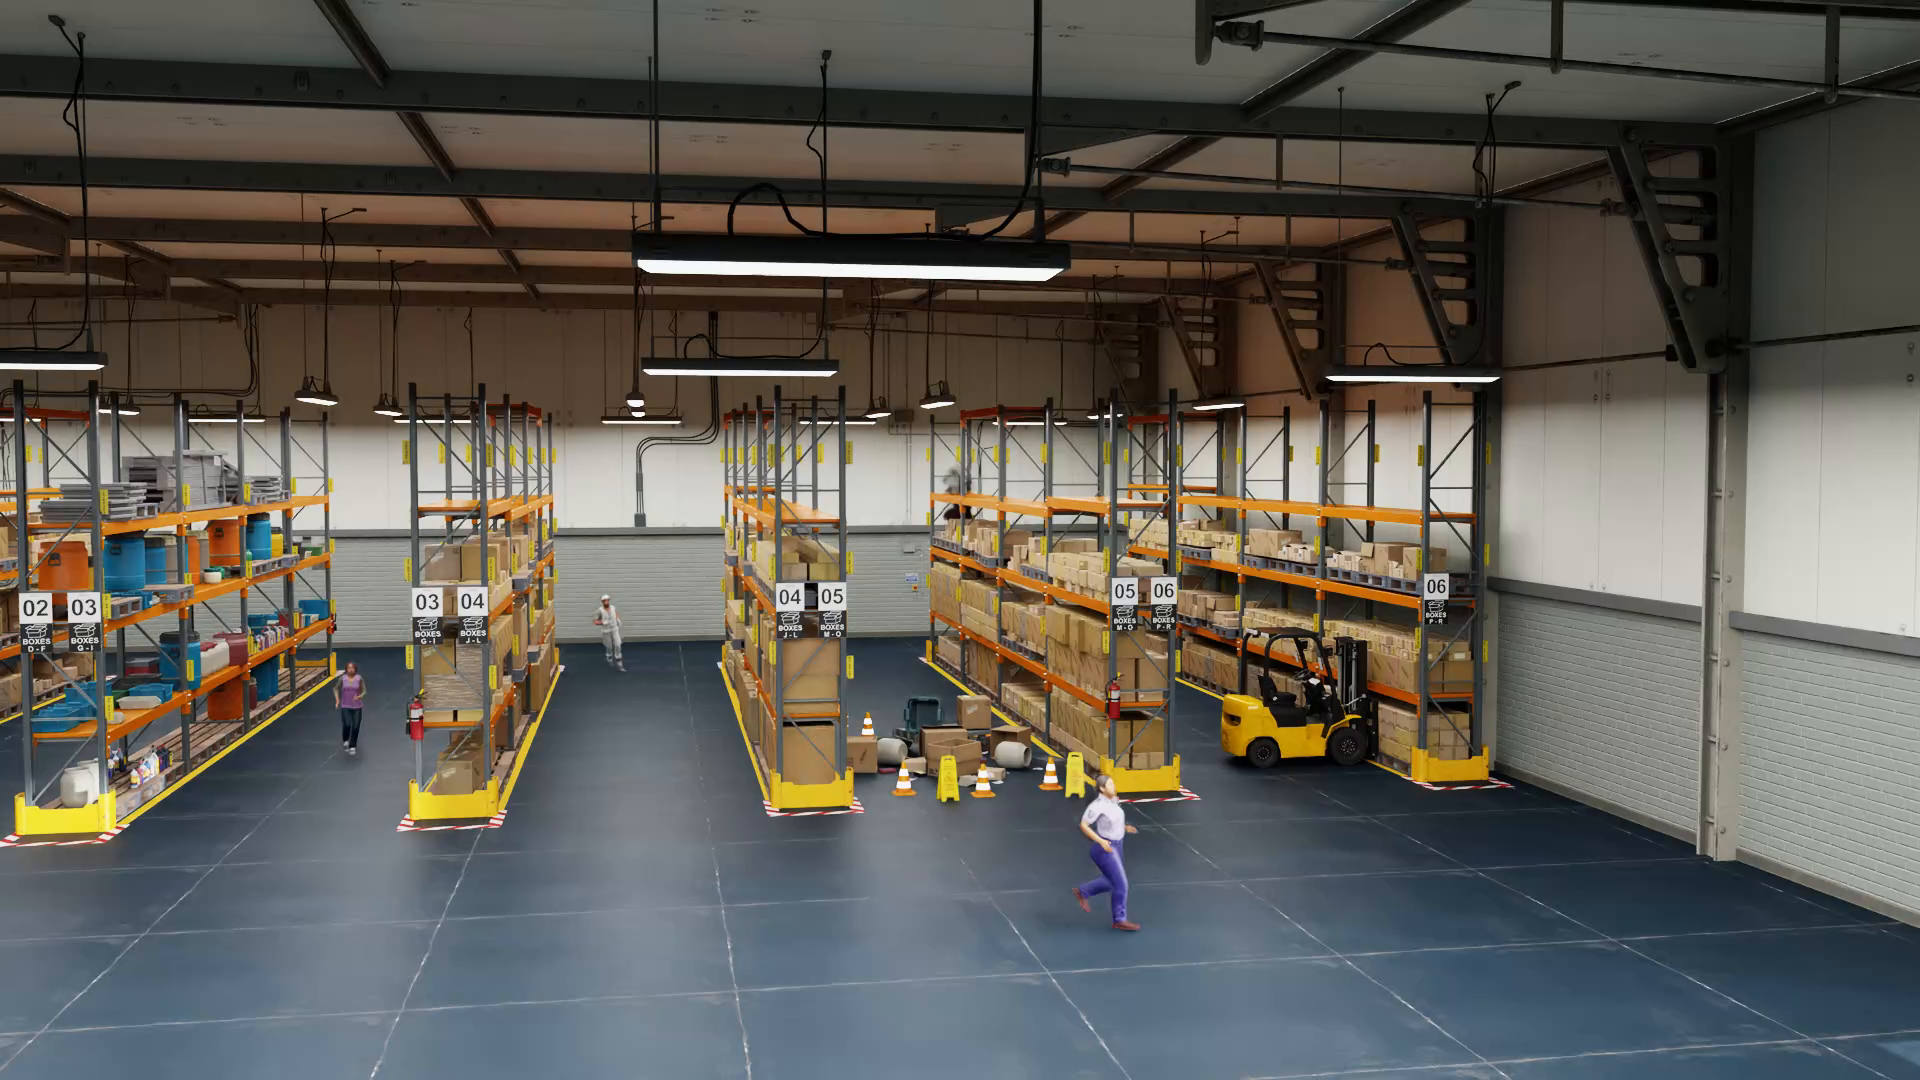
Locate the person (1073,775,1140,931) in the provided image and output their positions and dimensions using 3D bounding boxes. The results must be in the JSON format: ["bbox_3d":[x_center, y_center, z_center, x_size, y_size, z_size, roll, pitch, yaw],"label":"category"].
[{"bbox_3d":[1.544,3.302,17.670,0.800,1.601,0.620,1,3,27],"label":"person"}]

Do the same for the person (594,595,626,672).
[{"bbox_3d":[-8.221,2.170,38.740,0.676,1.801,0.902,-2,3,-30],"label":"person"}]

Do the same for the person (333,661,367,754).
[{"bbox_3d":[-10.161,2.809,27.727,0.518,1.564,0.576,-1,3,-24],"label":"person"}]
